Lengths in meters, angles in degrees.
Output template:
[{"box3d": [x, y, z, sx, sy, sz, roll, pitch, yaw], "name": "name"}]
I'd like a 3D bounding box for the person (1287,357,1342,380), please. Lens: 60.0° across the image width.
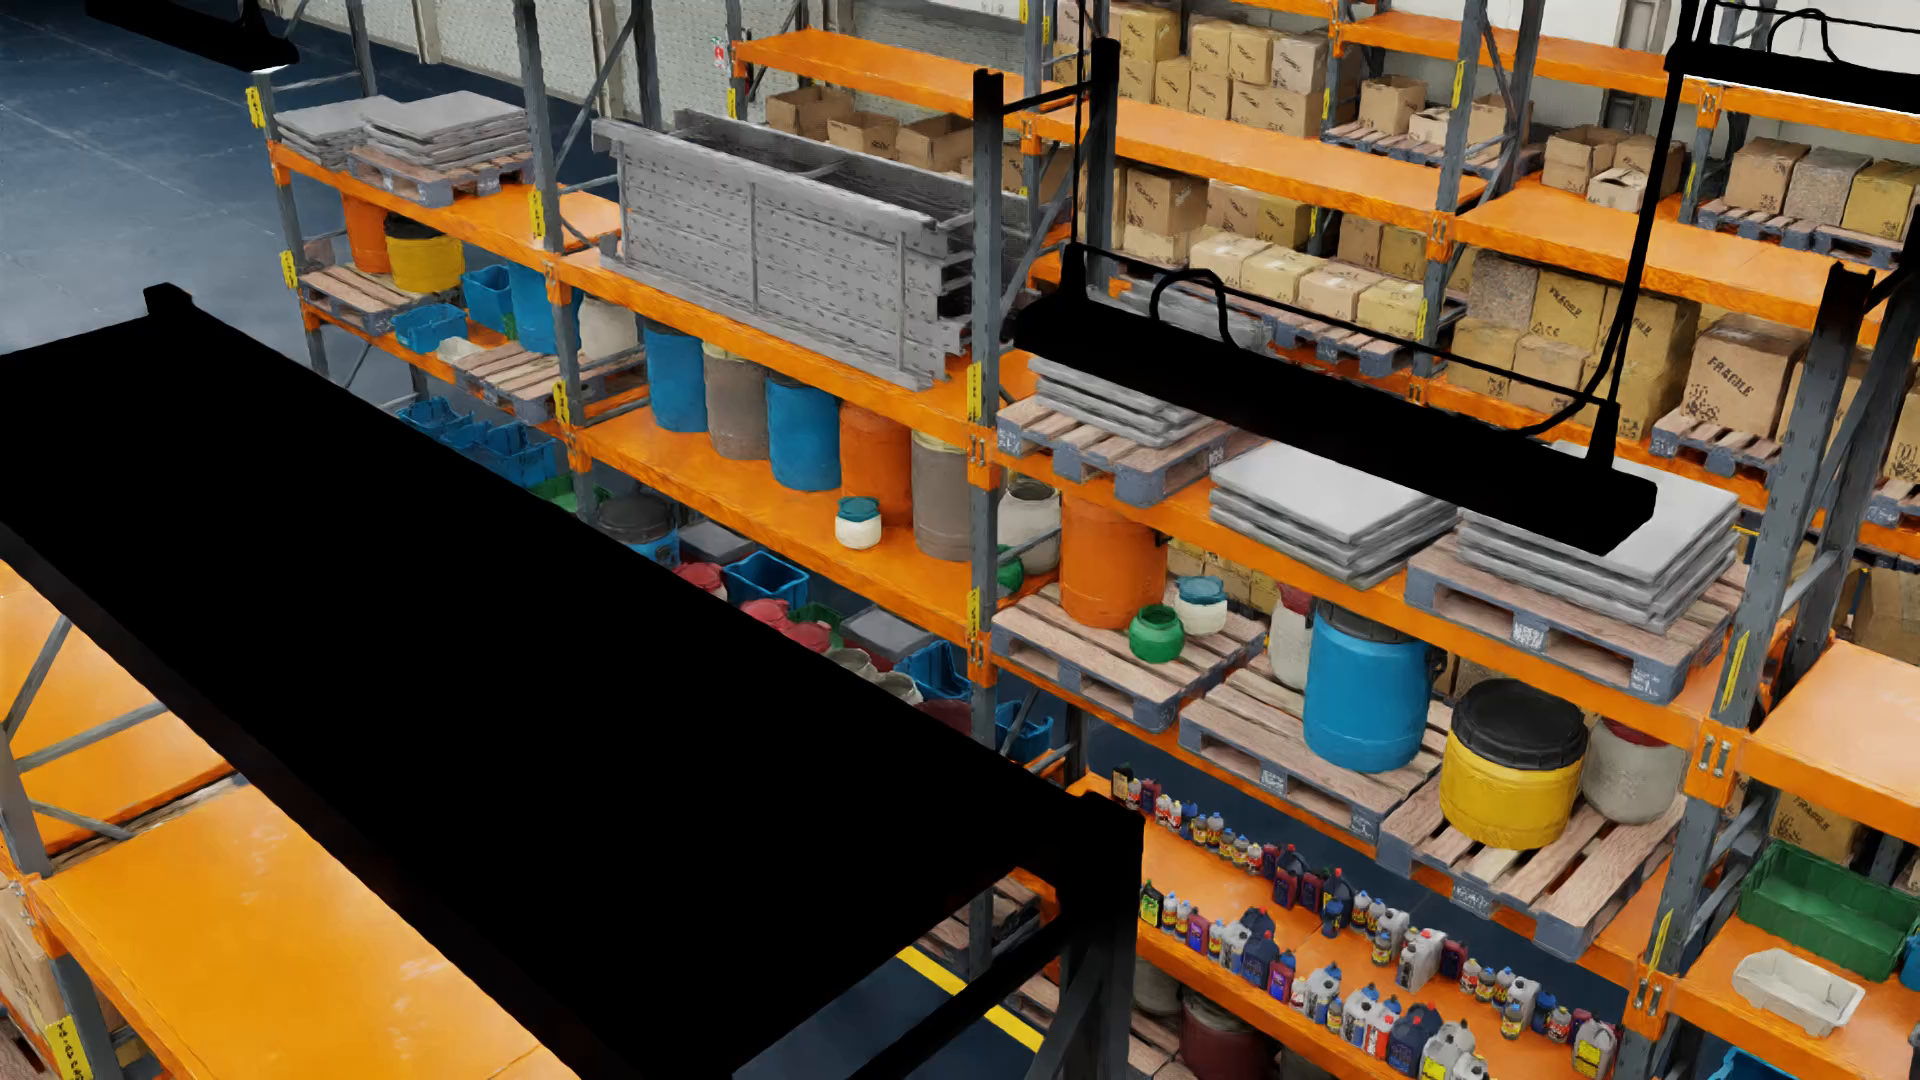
[{"box3d": [3.651, -1.589, 17.206, 0.601, 1.788, 0.454, 8, 30, 14], "name": "person"}]
